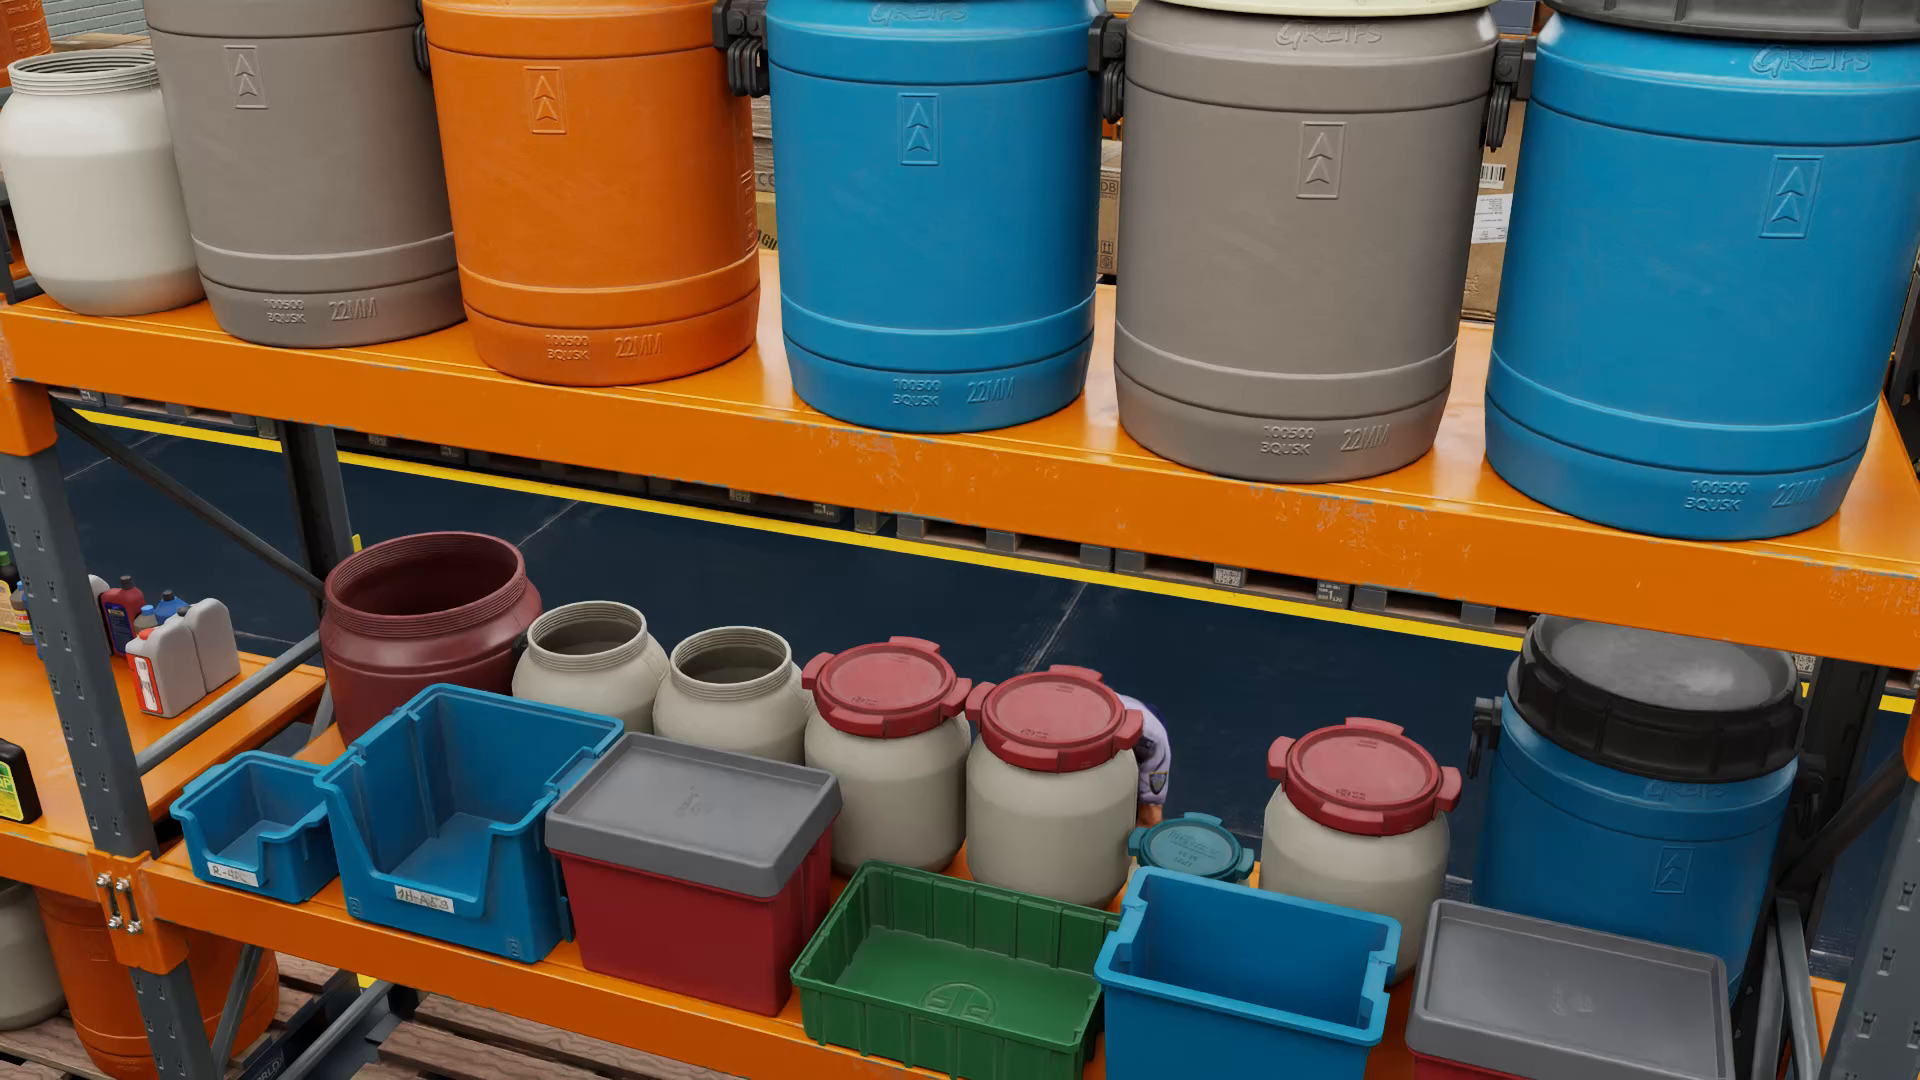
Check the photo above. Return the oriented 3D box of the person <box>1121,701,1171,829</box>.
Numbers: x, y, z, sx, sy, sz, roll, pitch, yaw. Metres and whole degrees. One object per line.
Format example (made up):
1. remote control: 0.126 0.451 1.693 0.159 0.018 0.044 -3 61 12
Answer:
1. person: 0.538 0.900 6.193 0.525 0.855 0.825 9 27 17
